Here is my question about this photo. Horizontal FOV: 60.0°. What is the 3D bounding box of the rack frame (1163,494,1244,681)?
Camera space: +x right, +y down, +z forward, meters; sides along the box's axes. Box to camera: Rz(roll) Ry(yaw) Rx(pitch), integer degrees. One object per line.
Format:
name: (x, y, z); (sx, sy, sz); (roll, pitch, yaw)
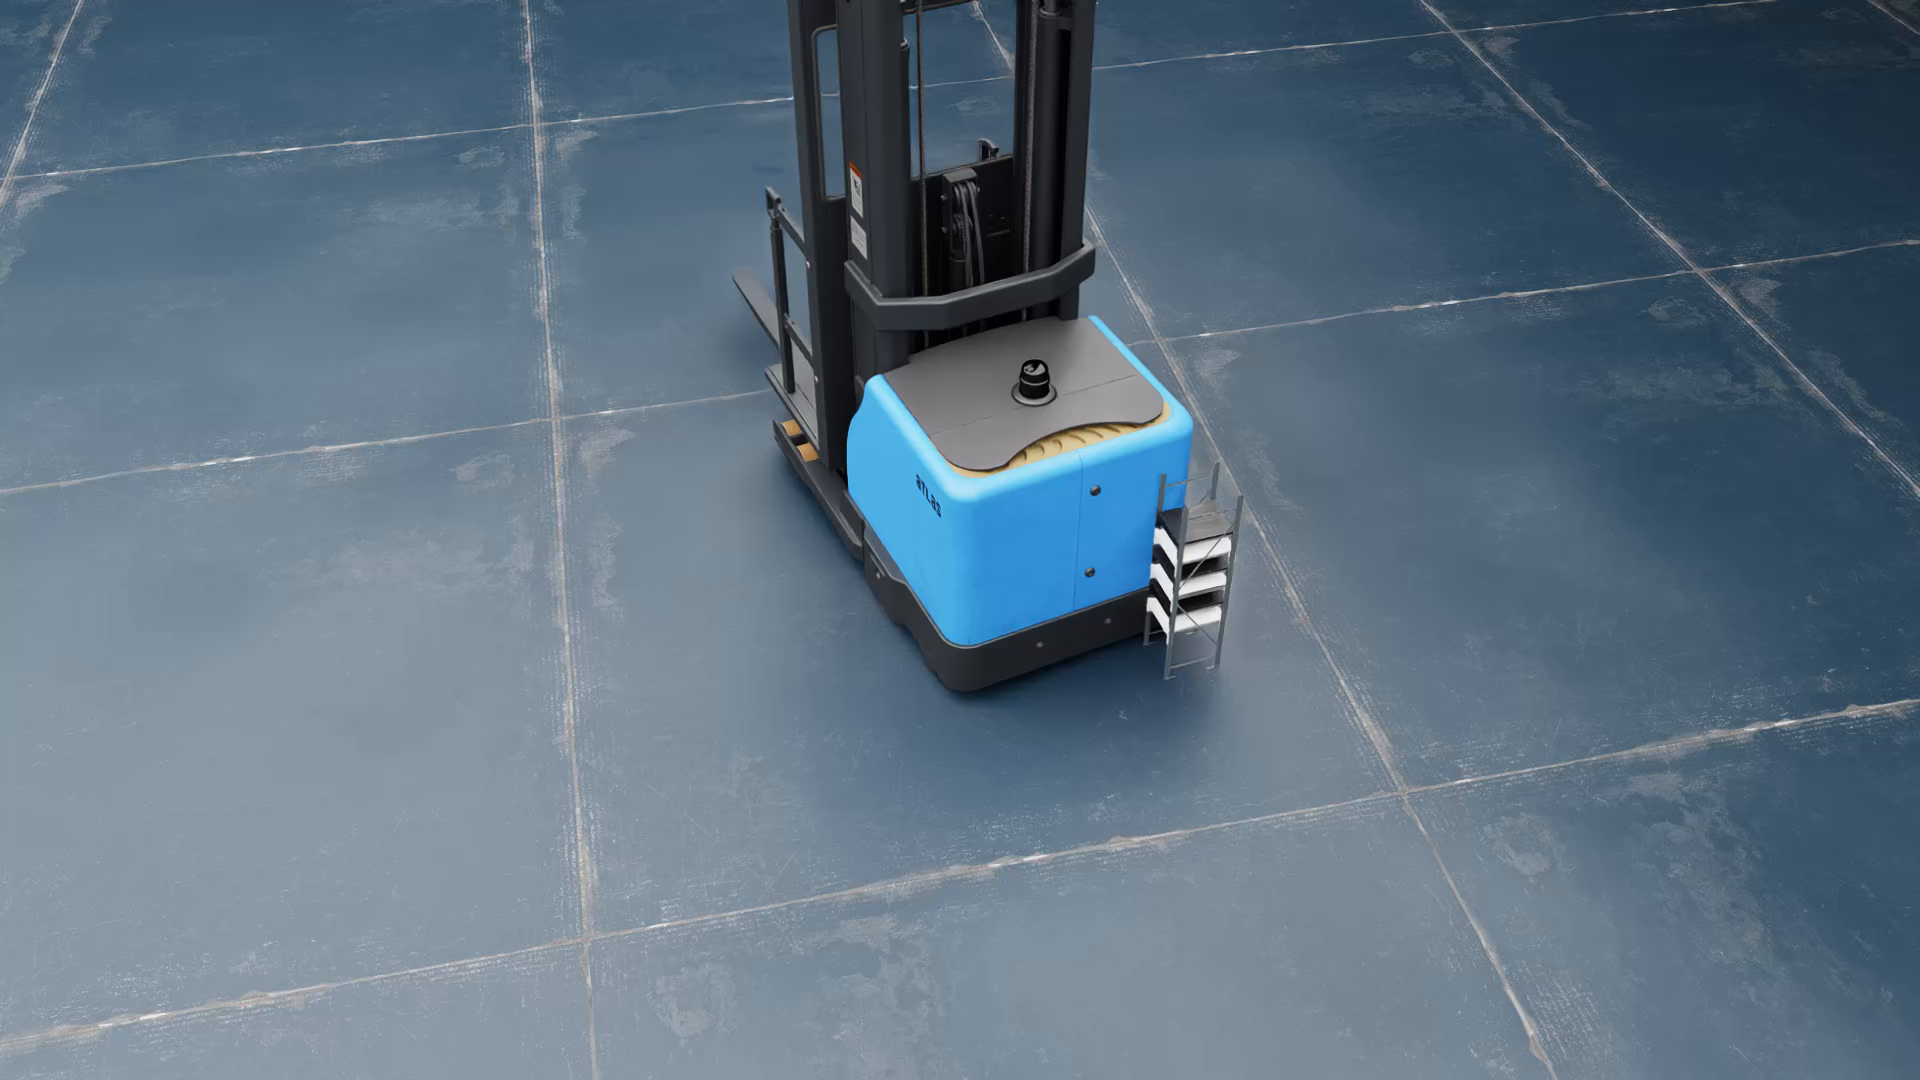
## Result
rack frame: (0.925, 0.196, 6.352); (0.240, 0.900, 0.006); (-13, 43, -14)

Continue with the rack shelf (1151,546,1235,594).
rack shelf: (0.892, 0.090, 6.386); (0.258, 0.077, 0.200); (-13, 43, -14)

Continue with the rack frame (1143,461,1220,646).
rack frame: (0.859, 0.068, 6.496); (0.240, 0.900, 0.006); (-13, 43, -14)

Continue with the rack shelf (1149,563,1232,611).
rack shelf: (0.892, 0.157, 6.446); (0.258, 0.077, 0.200); (-13, 43, -14)

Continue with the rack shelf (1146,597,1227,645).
rack shelf: (0.892, 0.291, 6.565); (0.258, 0.077, 0.200); (-13, 43, -14)

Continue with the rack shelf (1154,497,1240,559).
rack shelf: (0.892, -0.045, 6.266); (0.258, 0.077, 0.200); (-13, 43, -14)

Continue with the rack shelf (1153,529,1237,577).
rack shelf: (0.892, 0.022, 6.326); (0.258, 0.077, 0.200); (-13, 43, -14)

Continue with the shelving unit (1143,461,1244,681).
shelving unit: (0.892, 0.132, 6.424); (0.258, 0.900, 0.210); (-13, 43, -14)

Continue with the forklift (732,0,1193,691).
forklift: (-0.204, -1.485, 6.716); (1.130, 2.935, 3.031); (-18, 45, -19)

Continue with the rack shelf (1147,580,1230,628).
rack shelf: (0.892, 0.224, 6.505); (0.258, 0.077, 0.200); (-13, 43, -14)
